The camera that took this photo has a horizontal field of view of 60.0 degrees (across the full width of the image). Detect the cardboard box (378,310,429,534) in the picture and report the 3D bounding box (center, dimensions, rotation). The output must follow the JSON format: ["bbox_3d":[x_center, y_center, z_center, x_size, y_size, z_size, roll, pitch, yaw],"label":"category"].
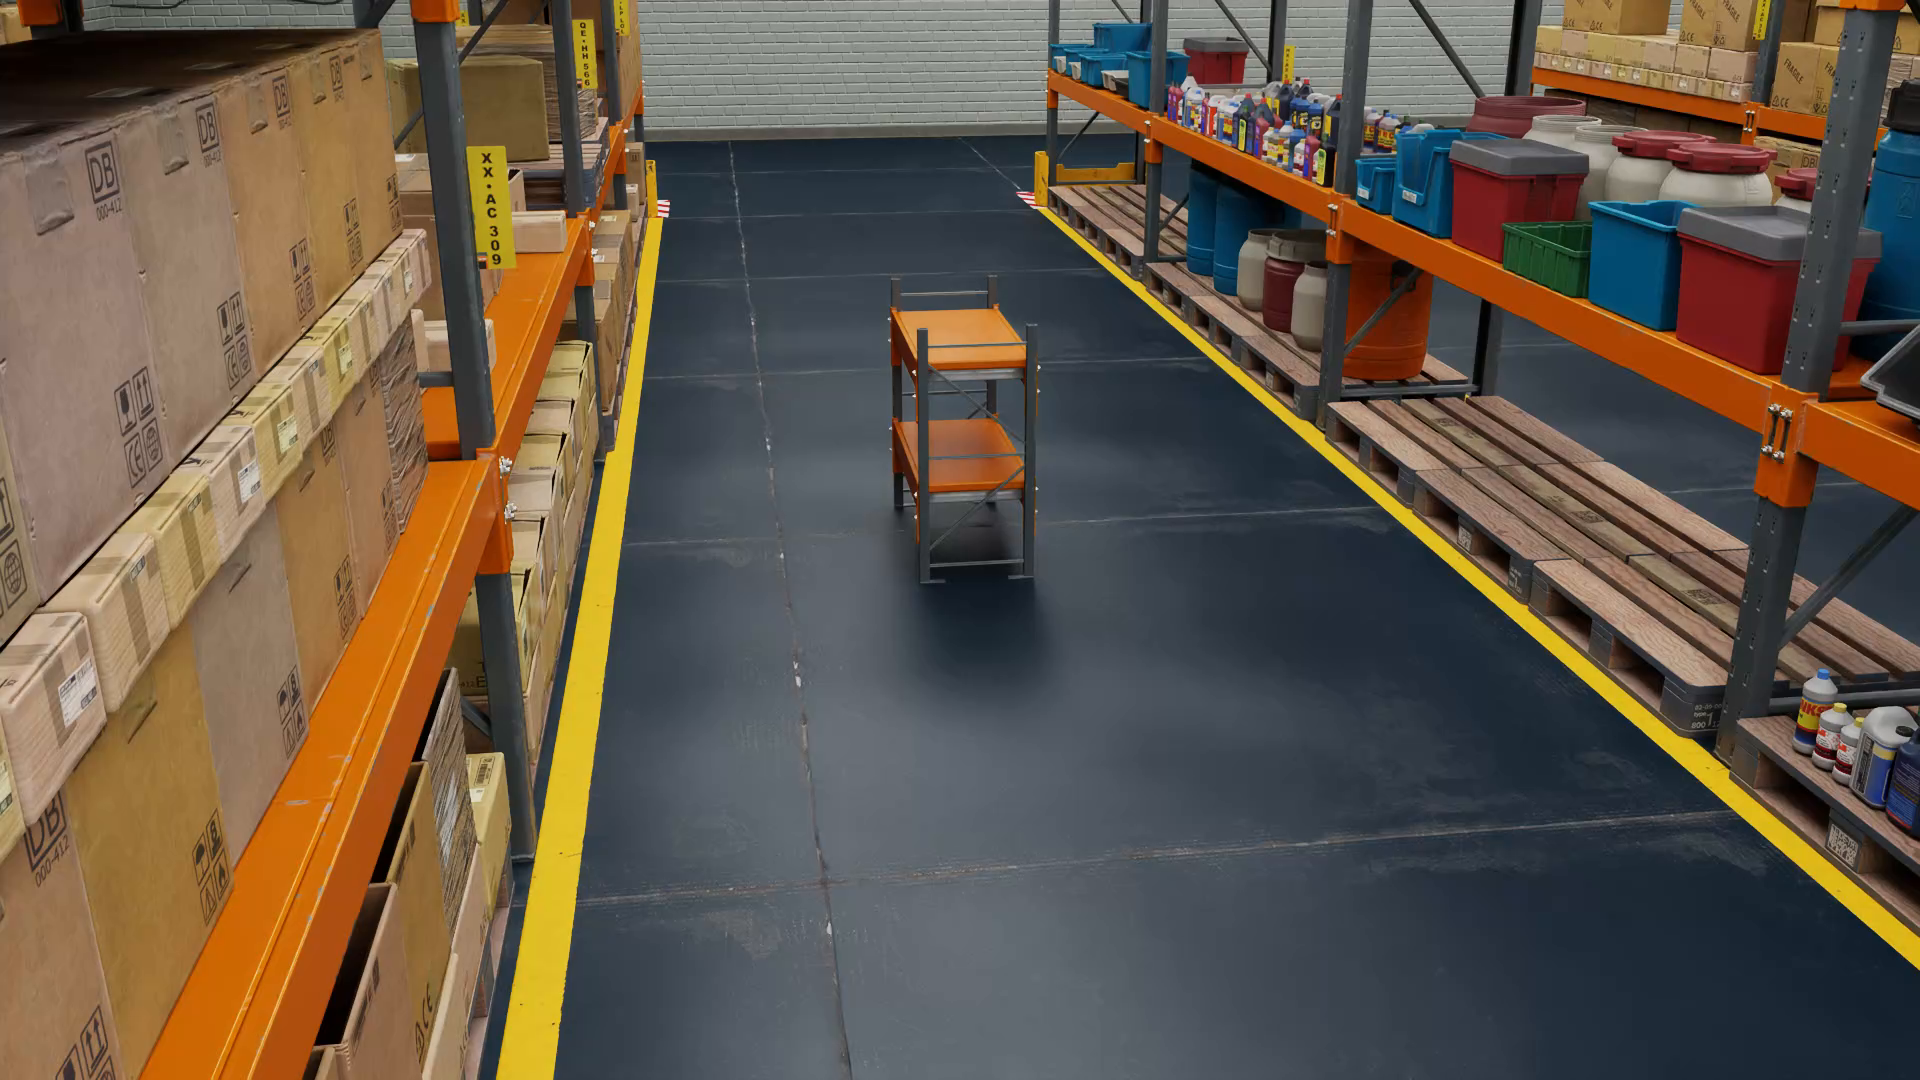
[{"bbox_3d":[-1.735,-0.312,4.122,0.700,0.500,0.500,-3,21,-9],"label":"cardboard box"}]

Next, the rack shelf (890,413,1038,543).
[{"bbox_3d":[-0.001,-0.300,7.611,0.538,0.278,1.000,-3,21,-8],"label":"rack shelf"}]

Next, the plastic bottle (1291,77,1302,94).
[{"bbox_3d":[2.400,-3.112,11.832,0.144,0.351,0.185,-3,21,-8],"label":"plastic bottle"}]

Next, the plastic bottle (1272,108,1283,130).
[{"bbox_3d":[1.991,-2.583,10.511,0.061,0.283,0.133,-3,21,-8],"label":"plastic bottle"}]

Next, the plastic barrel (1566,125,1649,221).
[{"bbox_3d":[2.941,-1.613,7.588,0.421,0.512,0.421,0,20,0],"label":"plastic barrel"}]

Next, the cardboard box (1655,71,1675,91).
[{"bbox_3d":[6.328,-4.014,14.536,0.380,0.149,0.250,-3,21,-7],"label":"cardboard box"}]

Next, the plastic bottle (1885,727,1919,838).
[{"bbox_3d":[2.803,0.668,4.797,0.144,0.351,0.185,-2,21,-6],"label":"plastic bottle"}]

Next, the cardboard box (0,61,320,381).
[{"bbox_3d":[-1.589,-0.572,2.962,0.700,0.500,0.500,-3,21,-8],"label":"cardboard box"}]

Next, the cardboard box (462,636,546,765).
[{"bbox_3d":[-1.618,0.521,5.365,0.500,0.250,0.500,-3,21,-9],"label":"cardboard box"}]

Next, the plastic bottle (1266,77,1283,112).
[{"bbox_3d":[2.257,-3.105,11.812,0.144,0.351,0.185,-3,21,-8],"label":"plastic bottle"}]

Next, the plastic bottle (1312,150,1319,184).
[{"bbox_3d":[2.041,-2.118,9.385,0.097,0.201,0.097,0,20,0],"label":"plastic bottle"}]

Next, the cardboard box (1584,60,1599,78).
[{"bbox_3d":[6.143,-4.459,15.726,0.380,0.149,0.250,-3,21,-9],"label":"cardboard box"}]

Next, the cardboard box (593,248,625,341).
[{"bbox_3d":[-2.393,-1.546,10.512,0.500,0.500,0.500,-4,21,-10],"label":"cardboard box"}]

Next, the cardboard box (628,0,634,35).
[{"bbox_3d":[-2.972,-4.416,13.682,0.500,0.500,0.500,-2,21,-6],"label":"cardboard box"}]

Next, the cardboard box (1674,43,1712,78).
[{"bbox_3d":[6.445,-4.075,14.127,0.500,0.250,0.500,-2,21,-6],"label":"cardboard box"}]

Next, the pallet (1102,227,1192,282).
[{"bbox_3d":[1.799,-2.383,13.795,1.003,0.211,1.213,-3,21,-8],"label":"pallet"}]

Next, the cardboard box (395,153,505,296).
[{"bbox_3d":[-2.124,-1.270,6.687,0.500,0.500,0.500,-4,21,-11],"label":"cardboard box"}]

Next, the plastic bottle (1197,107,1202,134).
[{"bbox_3d":[1.704,-2.929,11.555,0.097,0.201,0.097,0,20,0],"label":"plastic bottle"}]

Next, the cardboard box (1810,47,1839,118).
[{"bbox_3d":[6.737,-3.388,12.356,0.500,0.500,0.500,-3,21,-8],"label":"cardboard box"}]

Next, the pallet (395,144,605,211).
[{"bbox_3d":[-2.549,-1.945,8.910,1.213,0.211,1.003,-3,21,-8],"label":"pallet"}]

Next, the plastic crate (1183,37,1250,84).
[{"bbox_3d":[2.063,-3.817,13.471,0.402,0.464,0.583,-3,21,-8],"label":"plastic crate"}]

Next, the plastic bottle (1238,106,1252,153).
[{"bbox_3d":[1.829,-2.622,10.616,0.061,0.283,0.133,-3,21,-8],"label":"plastic bottle"}]

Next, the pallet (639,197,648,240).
[{"bbox_3d":[-3.408,-2.965,15.352,1.003,0.211,1.213,-3,21,-8],"label":"pallet"}]

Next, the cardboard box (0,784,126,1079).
[{"bbox_3d":[-1.364,0.576,1.745,0.700,0.500,0.500,-2,21,-6],"label":"cardboard box"}]

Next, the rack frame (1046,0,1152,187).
[{"bbox_3d":[1.367,-4.822,16.339,1.000,3.000,0.127,-3,21,-8],"label":"rack frame"}]

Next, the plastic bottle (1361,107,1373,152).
[{"bbox_3d":[2.578,-2.640,10.675,0.152,0.276,0.135,-3,21,-8],"label":"plastic bottle"}]

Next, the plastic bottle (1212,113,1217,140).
[{"bbox_3d":[1.757,-2.802,11.216,0.097,0.201,0.097,0,20,0],"label":"plastic bottle"}]

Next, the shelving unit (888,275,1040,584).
[{"bbox_3d":[-0.001,-0.529,7.526,0.538,1.125,1.048,-3,21,-8],"label":"shelving unit"}]

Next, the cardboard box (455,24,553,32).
[{"bbox_3d":[-3.111,-3.257,11.405,0.700,0.500,0.500,-10,23,-26],"label":"cardboard box"}]

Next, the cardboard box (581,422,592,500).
[{"bbox_3d":[-1.987,-0.364,7.733,0.500,0.250,0.500,-3,21,-8],"label":"cardboard box"}]

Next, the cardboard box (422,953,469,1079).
[{"bbox_3d":[-1.373,1.168,3.631,0.500,0.250,0.500,-3,21,-8],"label":"cardboard box"}]

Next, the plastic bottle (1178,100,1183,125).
[{"bbox_3d":[1.628,-3.110,12.040,0.097,0.201,0.097,0,20,0],"label":"plastic bottle"}]

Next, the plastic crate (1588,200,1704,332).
[{"bbox_3d":[2.630,-1.026,6.199,0.392,0.384,0.575,-3,21,-8],"label":"plastic crate"}]

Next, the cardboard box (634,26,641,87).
[{"bbox_3d":[-3.123,-4.299,14.797,0.500,0.500,0.500,-3,21,-7],"label":"cardboard box"}]

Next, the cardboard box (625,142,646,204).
[{"bbox_3d":[-3.213,-3.433,15.563,0.500,0.500,0.500,-3,21,-8],"label":"cardboard box"}]

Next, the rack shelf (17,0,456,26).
[{"bbox_3d":[-1.517,-0.794,2.297,1.077,0.370,4.000,-3,21,-8],"label":"rack shelf"}]

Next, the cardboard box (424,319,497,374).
[{"bbox_3d":[-1.731,-0.618,5.443,0.380,0.149,0.250,-3,21,-8],"label":"cardboard box"}]

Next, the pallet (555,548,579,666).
[{"bbox_3d":[-2.129,0.211,6.849,1.003,0.211,1.213,-3,21,-8],"label":"pallet"}]

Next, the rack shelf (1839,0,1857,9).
[{"bbox_3d":[2.809,-2.428,6.670,1.077,0.370,4.000,-3,21,-8],"label":"rack shelf"}]

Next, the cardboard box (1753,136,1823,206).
[{"bbox_3d":[6.957,-2.668,13.008,1.225,0.875,0.875,-3,21,-8],"label":"cardboard box"}]

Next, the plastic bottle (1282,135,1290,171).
[{"bbox_3d":[1.966,-2.299,9.869,0.097,0.201,0.097,0,20,0],"label":"plastic bottle"}]

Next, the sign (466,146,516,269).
[{"bbox_3d":[-1.256,-0.890,4.461,0.100,0.325,0.005,-3,21,-8],"label":"sign"}]

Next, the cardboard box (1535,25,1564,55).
[{"bbox_3d":[6.070,-4.961,16.501,0.500,0.250,0.500,-3,21,-9],"label":"cardboard box"}]

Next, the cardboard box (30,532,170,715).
[{"bbox_3d":[-1.222,0.112,2.060,0.380,0.149,0.250,-4,21,-10],"label":"cardboard box"}]

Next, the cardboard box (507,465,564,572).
[{"bbox_3d":[-1.761,-0.098,6.220,0.500,0.311,0.500,-4,21,-10],"label":"cardboard box"}]

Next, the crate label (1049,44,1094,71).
[{"bbox_3d":[1.077,-4.669,16.085,0.416,0.233,0.303,-3,21,-8],"label":"crate label"}]

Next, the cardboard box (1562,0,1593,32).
[{"bbox_3d":[6.142,-5.139,15.906,0.500,0.500,0.500,-3,21,-9],"label":"cardboard box"}]

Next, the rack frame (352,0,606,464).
[{"bbox_3d":[-2.382,-1.803,8.258,1.000,3.000,0.127,-3,21,-8],"label":"rack frame"}]

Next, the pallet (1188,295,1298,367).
[{"bbox_3d":[2.193,-1.438,11.265,1.003,0.211,1.213,-3,21,-8],"label":"pallet"}]

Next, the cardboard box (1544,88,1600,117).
[{"bbox_3d":[6.440,-4.056,16.724,0.875,0.875,0.875,-3,21,-8],"label":"cardboard box"}]

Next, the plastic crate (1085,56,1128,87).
[{"bbox_3d":[1.310,-4.110,14.586,0.416,0.233,0.300,-3,21,-8],"label":"plastic crate"}]

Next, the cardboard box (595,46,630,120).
[{"bbox_3d":[-2.762,-3.425,12.458,0.500,0.500,0.500,-2,21,-6],"label":"cardboard box"}]

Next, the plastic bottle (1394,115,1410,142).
[{"bbox_3d":[2.704,-2.452,10.162,0.061,0.283,0.133,-3,21,-8],"label":"plastic bottle"}]

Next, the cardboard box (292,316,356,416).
[{"bbox_3d":[-1.409,-0.334,3.252,0.380,0.149,0.250,-3,21,-8],"label":"cardboard box"}]

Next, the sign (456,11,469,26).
[{"bbox_3d":[-3.494,-3.564,11.734,0.100,0.325,0.005,-3,21,-8],"label":"sign"}]

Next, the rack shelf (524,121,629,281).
[{"bbox_3d":[-2.670,-2.159,10.238,1.077,0.370,4.000,-3,21,-8],"label":"rack shelf"}]

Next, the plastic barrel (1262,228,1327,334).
[{"bbox_3d":[2.270,-1.679,10.770,0.600,0.588,0.708,-3,21,-8],"label":"plastic barrel"}]

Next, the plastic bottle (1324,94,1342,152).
[{"bbox_3d":[2.428,-2.676,10.665,0.144,0.351,0.185,-3,21,-8],"label":"plastic bottle"}]
